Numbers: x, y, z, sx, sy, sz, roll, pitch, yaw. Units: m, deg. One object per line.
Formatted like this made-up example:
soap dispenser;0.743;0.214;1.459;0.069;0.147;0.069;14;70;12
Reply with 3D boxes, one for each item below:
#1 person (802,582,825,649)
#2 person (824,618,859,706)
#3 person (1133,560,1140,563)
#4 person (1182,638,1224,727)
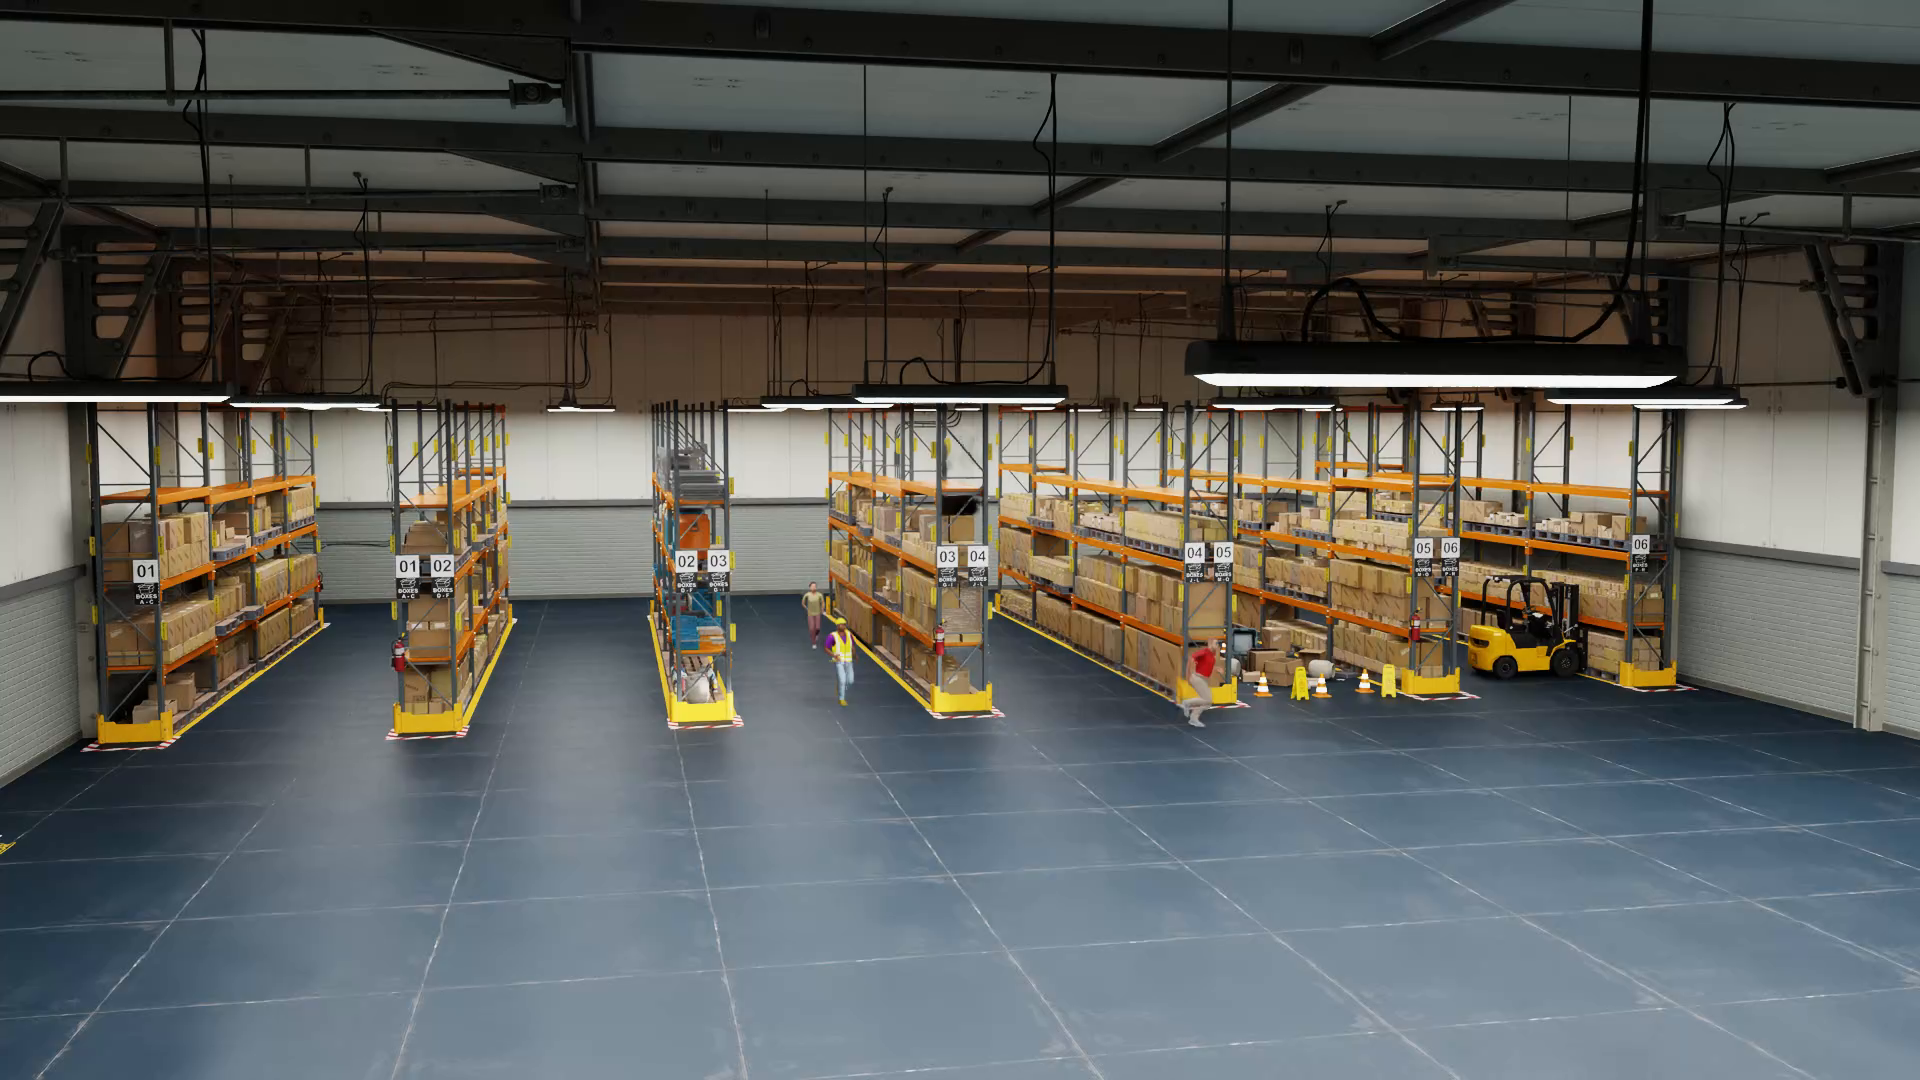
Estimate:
person;-3.600;1.839;40.884;0.582;1.630;0.566;-1;4;-9
person;-2.345;2.394;32.852;0.703;1.723;0.588;-3;5;-31
person;4.891;1.429;45.859;0.555;1.747;0.816;-2;5;-22
person;4.476;2.609;30.575;0.748;1.655;0.652;2;5;25
